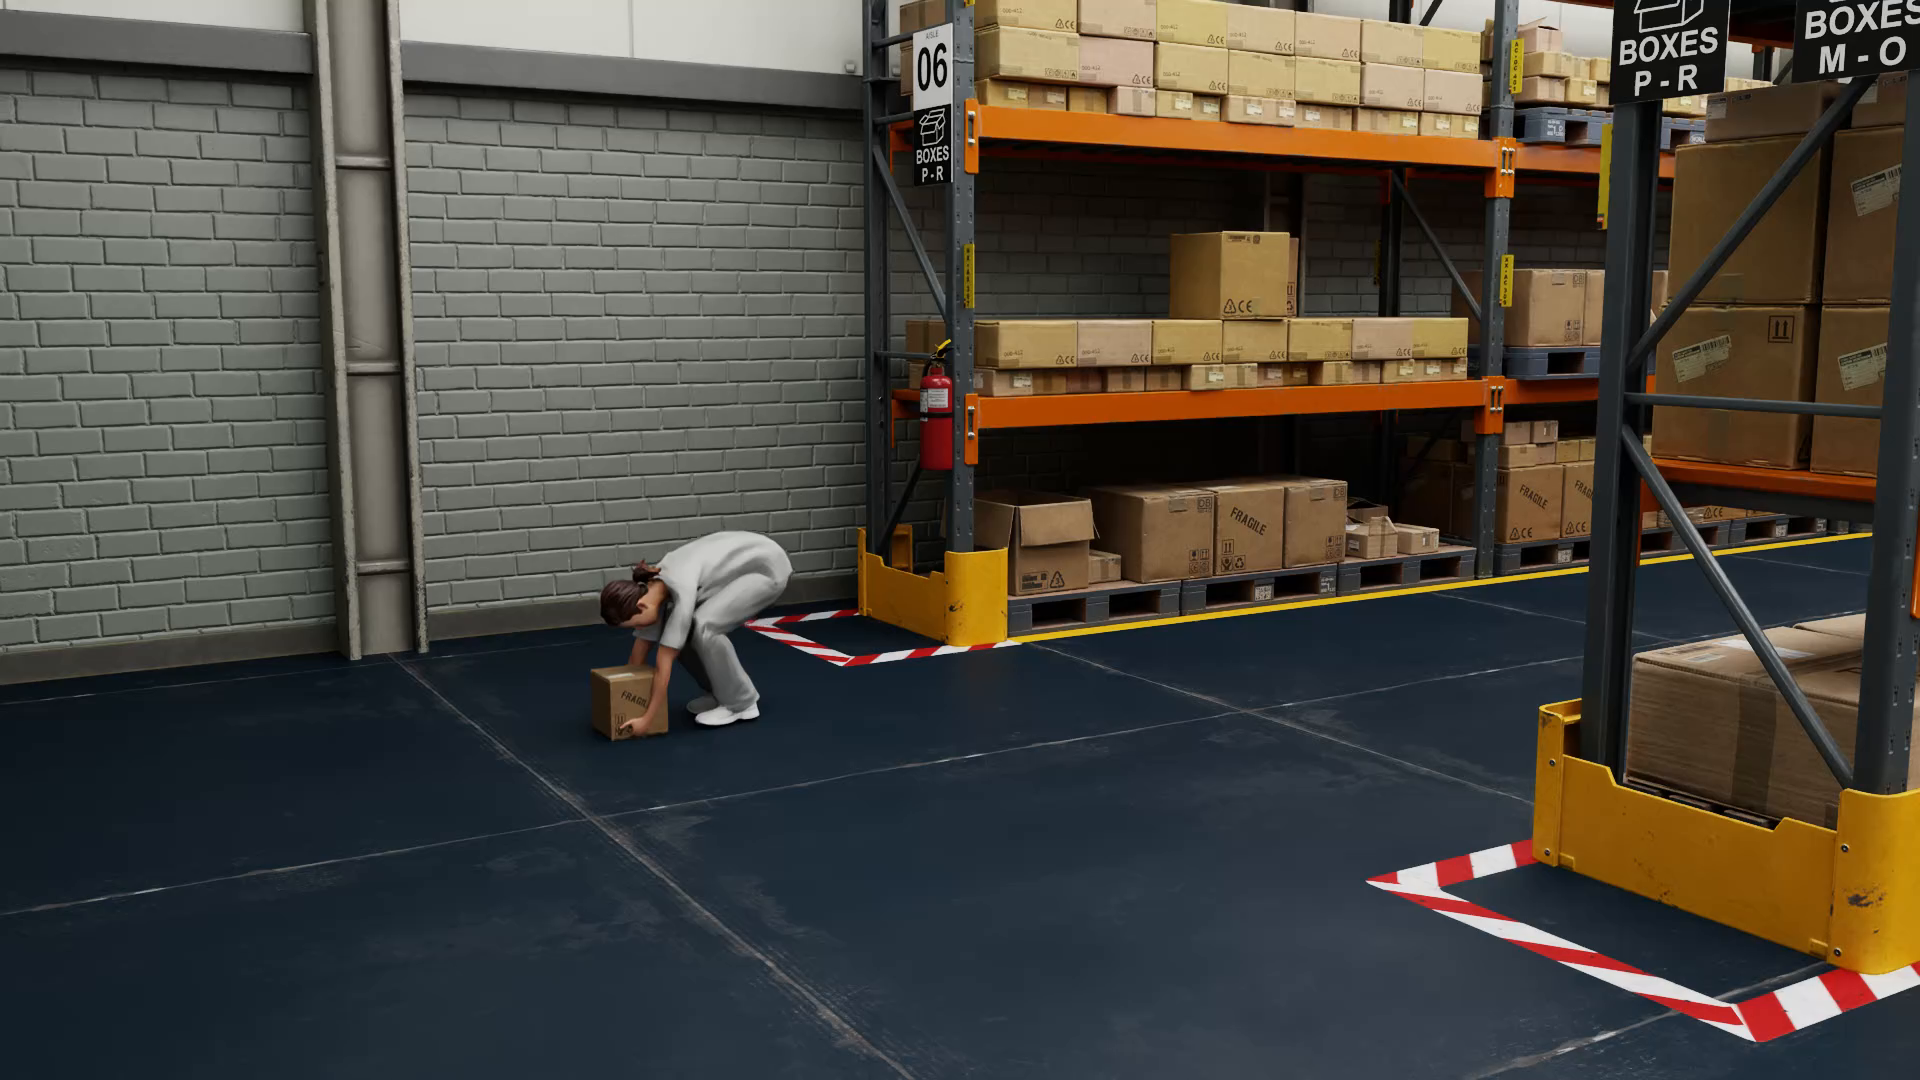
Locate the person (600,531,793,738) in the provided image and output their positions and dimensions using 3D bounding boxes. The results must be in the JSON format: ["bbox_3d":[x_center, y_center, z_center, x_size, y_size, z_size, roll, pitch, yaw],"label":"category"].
[{"bbox_3d":[-1.137,0.393,7.173,0.859,0.828,0.463,-5,10,-33],"label":"person"}]
